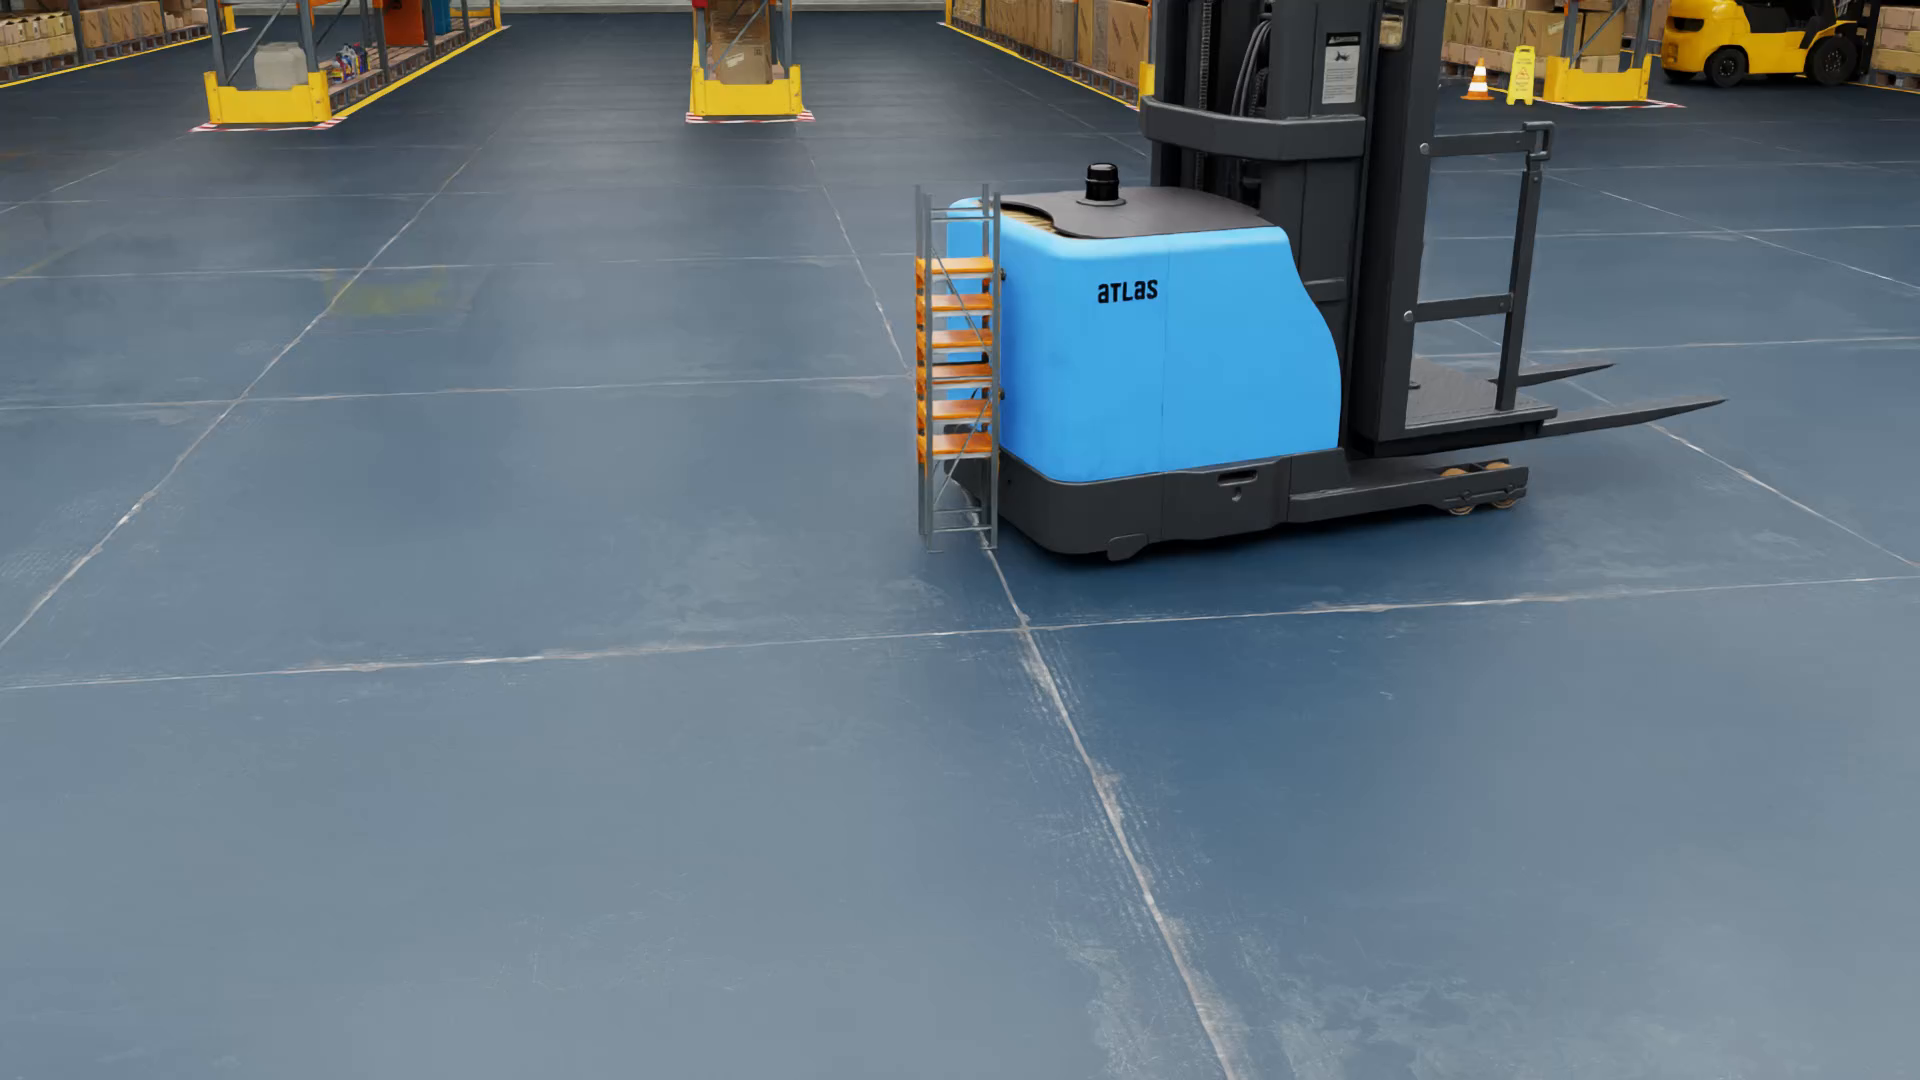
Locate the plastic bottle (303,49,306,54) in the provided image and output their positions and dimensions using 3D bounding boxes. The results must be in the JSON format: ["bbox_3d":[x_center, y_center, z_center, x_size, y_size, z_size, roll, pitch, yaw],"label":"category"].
[{"bbox_3d":[-7.948,-5.874,20.313,0.144,0.351,0.185,-3,21,-8],"label":"plastic bottle"}]

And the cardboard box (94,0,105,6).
[{"bbox_3d":[-13.879,-8.584,26.283,0.500,0.250,0.500,-3,21,-8],"label":"cardboard box"}]

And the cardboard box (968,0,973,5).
[{"bbox_3d":[0.356,-10.042,30.939,0.380,0.149,0.250,-4,21,-10],"label":"cardboard box"}]

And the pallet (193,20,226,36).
[{"bbox_3d":[-14.301,-9.499,30.849,1.003,0.211,1.213,-3,21,-8],"label":"pallet"}]

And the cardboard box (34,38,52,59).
[{"bbox_3d":[-12.810,-6.724,22.763,0.500,0.250,0.500,-2,21,-7],"label":"cardboard box"}]

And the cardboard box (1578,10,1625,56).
[{"bbox_3d":[7.642,-6.128,20.094,0.500,0.500,0.500,-4,21,-10],"label":"cardboard box"}]

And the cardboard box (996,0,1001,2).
[{"bbox_3d":[0.868,-9.183,27.918,0.500,0.250,0.500,-2,21,-6],"label":"cardboard box"}]

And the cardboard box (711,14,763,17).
[{"bbox_3d":[-3.174,-7.253,23.793,0.700,0.500,0.500,-1,21,-3],"label":"cardboard box"}]

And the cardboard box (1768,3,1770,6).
[{"bbox_3d":[11.582,-7.397,23.134,0.500,0.250,0.500,-3,21,-9],"label":"cardboard box"}]

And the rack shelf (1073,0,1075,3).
[{"bbox_3d":[1.740,-8.022,23.936,1.077,0.370,4.000,-3,21,-8],"label":"rack shelf"}]

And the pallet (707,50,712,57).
[{"bbox_3d":[-3.188,-6.838,23.723,1.003,0.211,1.213,-3,21,-8],"label":"pallet"}]

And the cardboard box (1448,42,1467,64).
[{"bbox_3d":[6.818,-6.458,22.049,0.500,0.250,0.500,-2,21,-5],"label":"cardboard box"}]

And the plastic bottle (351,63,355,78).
[{"bbox_3d":[-7.280,-5.614,19.832,0.097,0.201,0.097,0,20,0],"label":"plastic bottle"}]

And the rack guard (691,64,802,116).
[{"bbox_3d":[-2.329,-4.922,18.180,1.175,0.500,0.348,-3,21,-8],"label":"rack guard"}]

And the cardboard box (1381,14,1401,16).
[{"bbox_3d":[6.407,-8.106,26.288,0.950,0.372,0.625,-4,21,-11],"label":"cardboard box"}]

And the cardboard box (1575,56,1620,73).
[{"bbox_3d":[7.646,-5.768,20.203,0.500,0.250,0.500,-3,21,-8],"label":"cardboard box"}]

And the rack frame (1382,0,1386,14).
[{"bbox_3d":[6.335,-9.336,26.426,1.000,3.000,0.127,-3,21,-8],"label":"rack frame"}]

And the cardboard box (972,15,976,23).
[{"bbox_3d":[0.424,-9.599,30.604,0.380,0.149,0.250,-4,21,-10],"label":"cardboard box"}]

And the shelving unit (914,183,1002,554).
[{"bbox_3d":[-0.008,-0.555,5.487,0.258,1.200,0.189,-4,21,-10],"label":"shelving unit"}]

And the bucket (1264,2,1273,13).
[{"bbox_3d":[4.329,-6.915,22.448,0.726,0.611,0.620,4,11,11],"label":"bucket"}]

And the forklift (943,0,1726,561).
[{"bbox_3d":[1.505,-1.622,5.870,3.031,2.935,1.130,-8,22,-21],"label":"forklift"}]

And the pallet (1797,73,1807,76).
[{"bbox_3d":[11.896,-6.619,23.137,1.003,0.211,1.213,-3,21,-8],"label":"pallet"}]

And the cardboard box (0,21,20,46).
[{"bbox_3d":[-12.654,-6.633,21.717,0.500,0.311,0.500,-4,21,-10],"label":"cardboard box"}]

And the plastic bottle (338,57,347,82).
[{"bbox_3d":[-7.187,-5.473,19.337,0.061,0.283,0.133,-3,21,-7],"label":"plastic bottle"}]

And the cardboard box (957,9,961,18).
[{"bbox_3d":[0.147,-10.219,32.264,0.380,0.149,0.250,-3,21,-7],"label":"cardboard box"}]

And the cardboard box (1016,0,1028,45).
[{"bbox_3d":[1.450,-7.979,25.408,1.050,0.750,0.750,-3,21,-8],"label":"cardboard box"}]

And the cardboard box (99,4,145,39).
[{"bbox_3d":[-13.362,-8.257,26.479,0.500,0.500,0.500,-3,21,-7],"label":"cardboard box"}]

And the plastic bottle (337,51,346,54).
[{"bbox_3d":[-7.533,-5.841,20.332,0.152,0.276,0.135,-3,21,-8],"label":"plastic bottle"}]

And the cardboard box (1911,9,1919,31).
[{"bbox_3d":[12.025,-6.339,20.302,0.500,0.250,0.500,-2,21,-6],"label":"cardboard box"}]

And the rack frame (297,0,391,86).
[{"bbox_3d":[-7.796,-7.202,20.711,1.000,3.000,0.127,-3,21,-8],"label":"rack frame"}]

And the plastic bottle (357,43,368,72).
[{"bbox_3d":[-7.418,-5.959,20.540,0.144,0.351,0.185,-3,21,-9],"label":"plastic bottle"}]

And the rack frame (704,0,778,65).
[{"bbox_3d":[-2.895,-7.452,21.380,1.000,3.000,0.127,-3,21,-8],"label":"rack frame"}]

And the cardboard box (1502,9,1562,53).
[{"bbox_3d":[7.036,-6.271,20.478,0.500,0.500,0.500,-2,21,-6],"label":"cardboard box"}]

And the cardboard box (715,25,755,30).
[{"bbox_3d":[-2.877,-6.337,21.368,0.500,0.500,0.500,-4,21,-9],"label":"cardboard box"}]

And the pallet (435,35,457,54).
[{"bbox_3d":[-8.700,-7.973,26.761,1.003,0.211,1.213,-3,21,-8],"label":"pallet"}]

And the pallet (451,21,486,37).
[{"bbox_3d":[-9.273,-9.341,30.425,1.003,0.211,1.213,-3,21,-8],"label":"pallet"}]

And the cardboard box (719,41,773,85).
[{"bbox_3d":[-2.392,-5.309,18.617,0.500,0.500,0.500,1,20,2],"label":"cardboard box"}]

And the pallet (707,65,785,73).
[{"bbox_3d":[-2.763,-5.915,21.250,1.003,0.211,1.213,-3,21,-8],"label":"pallet"}]

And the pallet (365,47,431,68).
[{"bbox_3d":[-8.299,-7.010,24.184,1.003,0.211,1.213,-3,21,-8],"label":"pallet"}]

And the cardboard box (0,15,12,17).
[{"bbox_3d":[-13.406,-7.132,23.052,0.500,0.311,0.500,-3,21,-9],"label":"cardboard box"}]

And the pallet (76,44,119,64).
[{"bbox_3d":[-13.345,-7.292,24.939,1.003,0.211,1.213,-3,21,-8],"label":"pallet"}]

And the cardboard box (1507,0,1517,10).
[{"bbox_3d":[6.962,-6.605,20.445,0.380,0.149,0.250,-3,21,-7],"label":"cardboard box"}]

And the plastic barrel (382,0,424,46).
[{"bbox_3d":[-8.460,-7.935,25.177,0.600,0.830,0.708,-3,21,-8],"label":"plastic barrel"}]

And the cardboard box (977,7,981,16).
[{"bbox_3d":[0.515,-9.530,29.995,0.380,0.149,0.250,-3,21,-7],"label":"cardboard box"}]

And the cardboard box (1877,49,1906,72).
[{"bbox_3d":[11.957,-6.046,20.947,0.500,0.250,0.500,-3,21,-8],"label":"cardboard box"}]

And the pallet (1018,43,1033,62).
[{"bbox_3d":[1.490,-7.469,25.411,1.003,0.211,1.213,-3,21,-8],"label":"pallet"}]

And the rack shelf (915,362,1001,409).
[{"bbox_3d":[-0.008,-0.513,5.502,0.258,0.103,0.180,-4,21,-10],"label":"rack shelf"}]

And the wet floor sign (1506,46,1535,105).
[{"bbox_3d":[6.457,-5.344,19.102,0.267,0.644,0.232,4,21,11],"label":"wet floor sign"}]

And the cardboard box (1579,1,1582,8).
[{"bbox_3d":[10.833,-9.104,28.777,0.500,0.500,0.500,-2,21,-5],"label":"cardboard box"}]

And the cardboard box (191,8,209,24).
[{"bbox_3d":[-13.999,-9.520,30.219,0.500,0.250,0.500,-3,21,-8],"label":"cardboard box"}]

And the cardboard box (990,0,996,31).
[{"bbox_3d":[0.797,-9.010,28.525,0.500,0.500,0.500,-2,21,-5],"label":"cardboard box"}]

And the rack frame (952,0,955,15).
[{"bbox_3d":[0.298,-11.822,33.080,1.000,3.000,0.127,-3,21,-8],"label":"rack frame"}]
